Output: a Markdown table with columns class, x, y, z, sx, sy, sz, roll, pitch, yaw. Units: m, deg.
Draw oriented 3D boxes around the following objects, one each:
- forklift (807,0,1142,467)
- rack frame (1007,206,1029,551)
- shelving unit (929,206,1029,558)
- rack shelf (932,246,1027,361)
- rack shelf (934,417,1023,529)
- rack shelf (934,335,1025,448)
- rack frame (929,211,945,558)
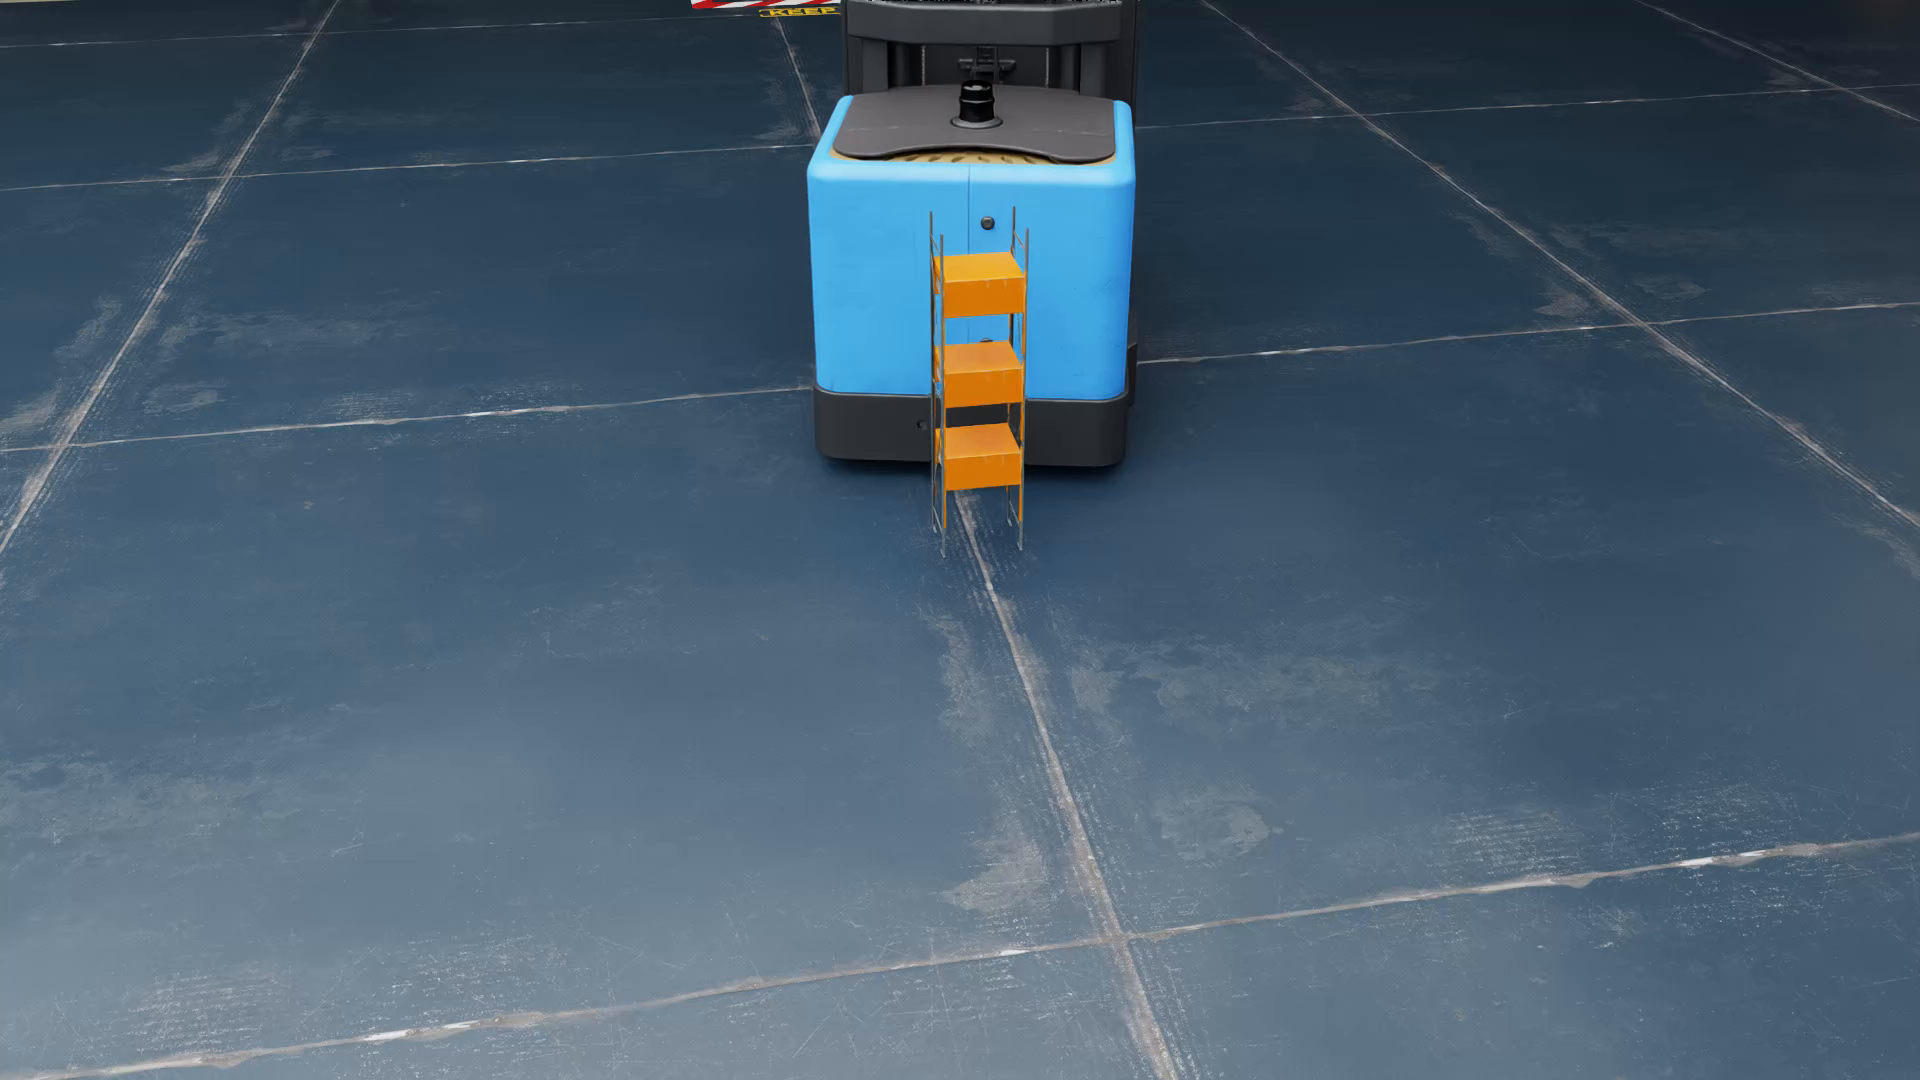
| class | x | y | z | sx | sy | sz | roll | pitch | yaw |
| --- | --- | --- | --- | --- | --- | --- | --- | --- | --- |
| forklift | 0.130 | -2.223 | 6.139 | 1.130 | 2.935 | 3.031 | 2 | 31 | 3 |
| rack frame | 0.173 | -0.469 | 5.011 | 0.008 | 1.050 | 0.200 | -5 | 31 | -9 |
| shelving unit | 0.053 | -0.457 | 4.992 | 0.252 | 1.050 | 0.215 | -5 | 31 | -9 |
| rack shelf | 0.053 | -0.693 | 4.854 | 0.240 | 0.259 | 0.215 | -5 | 31 | -9 |
| rack shelf | 0.053 | -0.209 | 5.138 | 0.240 | 0.259 | 0.215 | -5 | 31 | -9 |
| rack shelf | 0.053 | -0.448 | 4.998 | 0.240 | 0.259 | 0.215 | -5 | 31 | -9 |
| rack frame | -0.067 | -0.446 | 4.973 | 0.008 | 1.050 | 0.200 | -5 | 31 | -9 |
